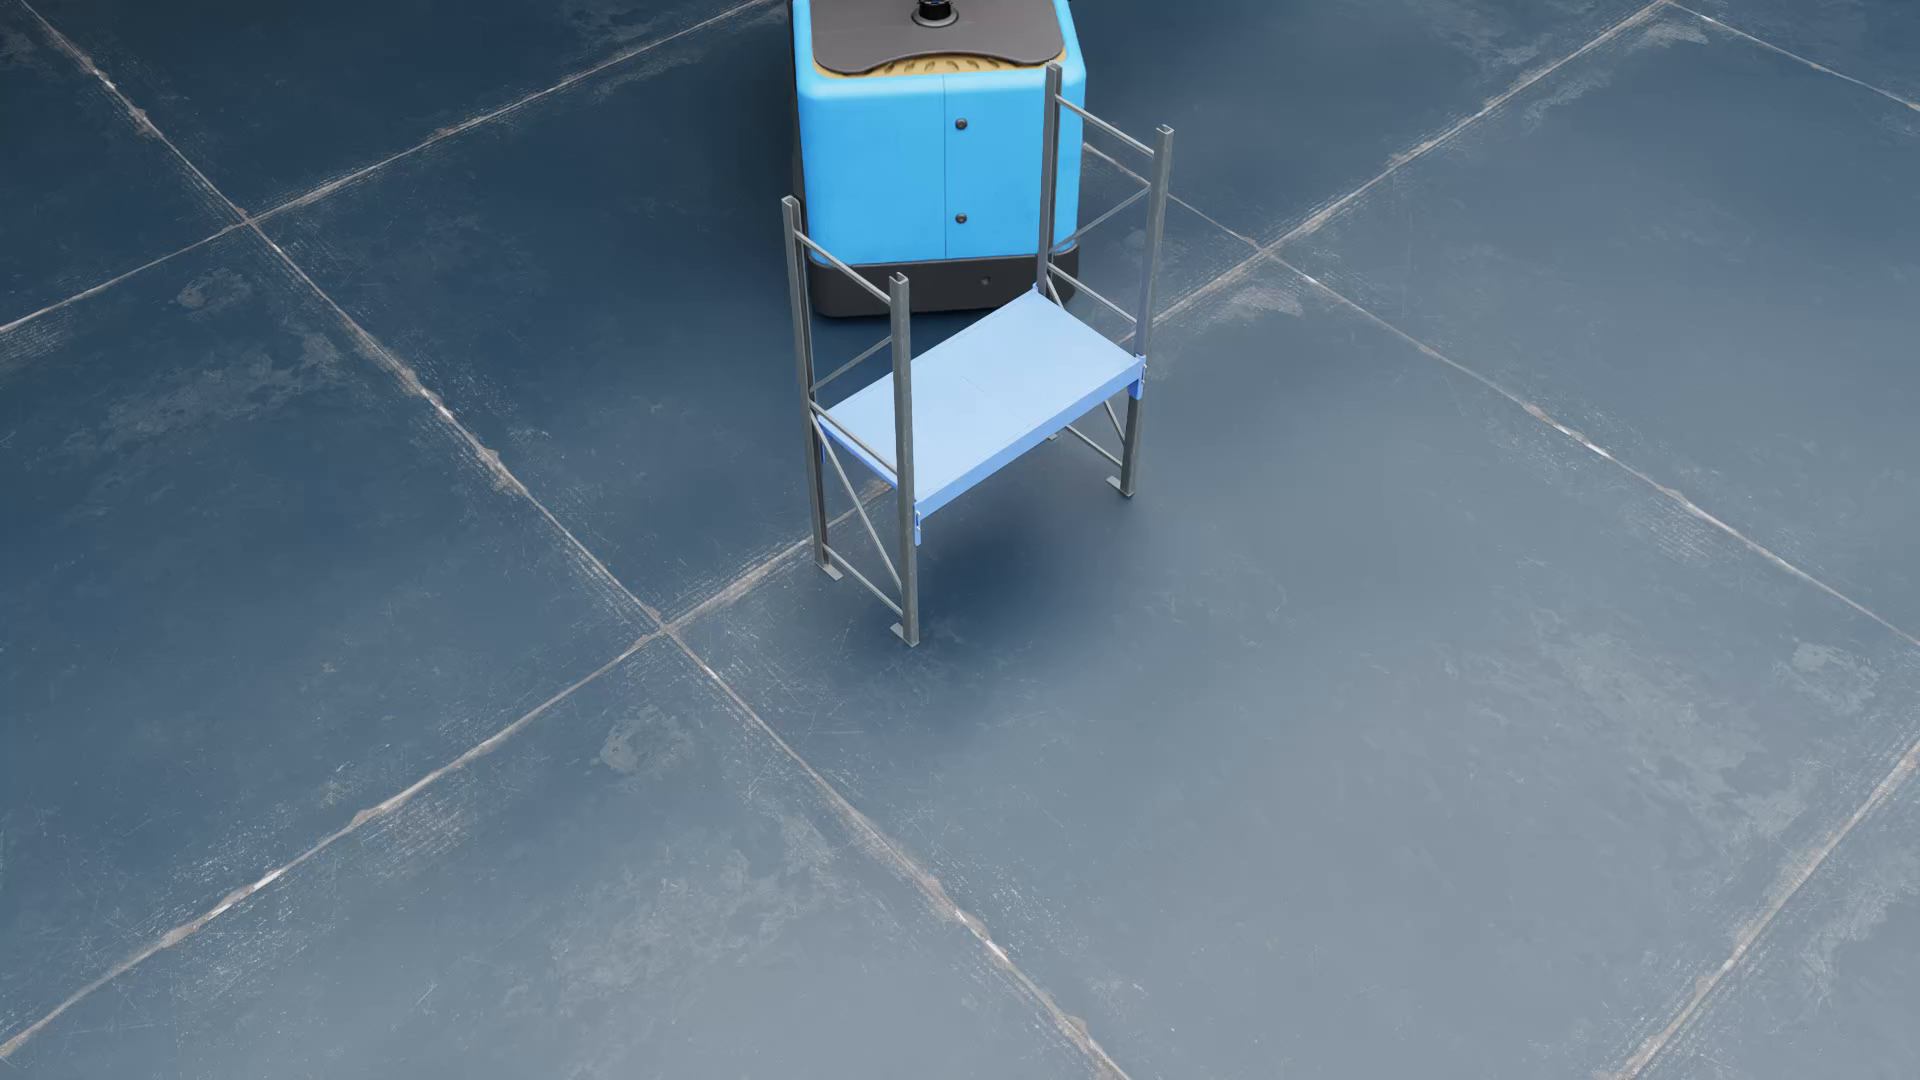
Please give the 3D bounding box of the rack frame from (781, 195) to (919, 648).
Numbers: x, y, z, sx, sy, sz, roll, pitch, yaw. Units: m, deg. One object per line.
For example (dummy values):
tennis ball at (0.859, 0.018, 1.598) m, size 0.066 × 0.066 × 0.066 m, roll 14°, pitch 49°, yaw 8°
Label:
rack frame at (-0.313, -0.299, 5.006) m, size 0.032 × 1.500 × 0.500 m, roll -34°, pitch 56°, yaw -27°

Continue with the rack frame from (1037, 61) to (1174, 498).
rack frame at (0.439, -0.802, 5.470) m, size 0.032 × 1.500 × 0.500 m, roll -34°, pitch 56°, yaw -27°

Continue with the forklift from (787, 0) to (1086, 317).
forklift at (-0.195, -2.947, 6.474) m, size 1.130 × 2.935 × 3.031 m, roll -4°, pitch 47°, yaw -4°

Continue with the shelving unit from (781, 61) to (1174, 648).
shelving unit at (0.063, -0.551, 5.238) m, size 1.048 × 1.500 × 0.538 m, roll -34°, pitch 56°, yaw -27°

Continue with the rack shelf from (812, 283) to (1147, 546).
rack shelf at (0.063, -0.429, 5.370) m, size 1.000 × 0.185 × 0.538 m, roll -34°, pitch 56°, yaw -27°
